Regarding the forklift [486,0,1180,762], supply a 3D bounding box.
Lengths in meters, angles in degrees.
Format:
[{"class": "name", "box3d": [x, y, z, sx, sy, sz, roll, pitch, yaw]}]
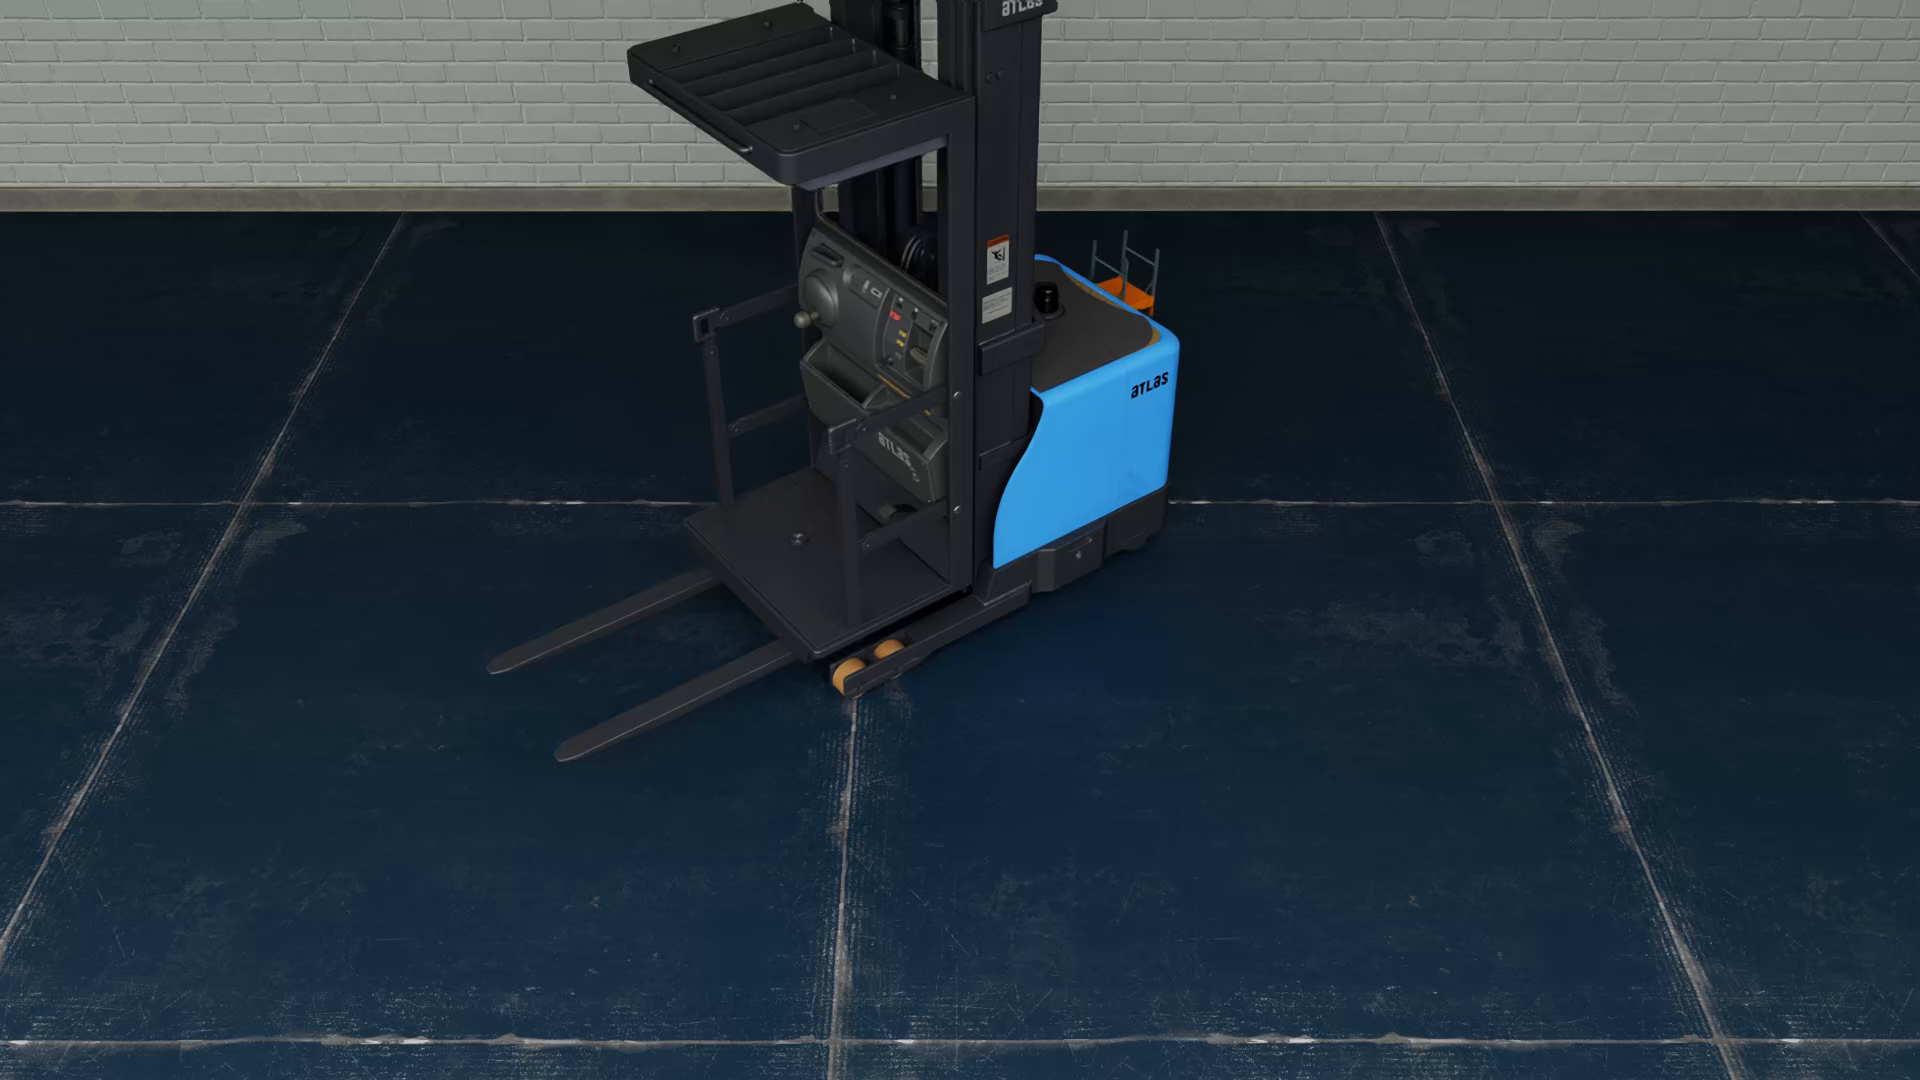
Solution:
[{"class": "forklift", "box3d": [-0.520, -0.861, 6.481, 3.031, 2.935, 1.130, -25, 45, -28]}]

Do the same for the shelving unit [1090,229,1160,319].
[{"class": "shelving unit", "box3d": [0.731, -0.853, 7.850, 0.189, 1.200, 0.258, -23, 44, -29]}]

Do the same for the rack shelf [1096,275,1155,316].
[{"class": "rack shelf", "box3d": [0.741, -1.103, 7.658, 0.180, 0.103, 0.258, -23, 44, -29]}]

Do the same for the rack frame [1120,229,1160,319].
[{"class": "rack frame", "box3d": [0.805, -0.884, 7.894, 0.006, 1.200, 0.240, -23, 44, -29]}]

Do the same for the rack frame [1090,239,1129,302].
[{"class": "rack frame", "box3d": [0.657, -0.822, 7.805, 0.006, 1.200, 0.240, -23, 44, -29]}]
